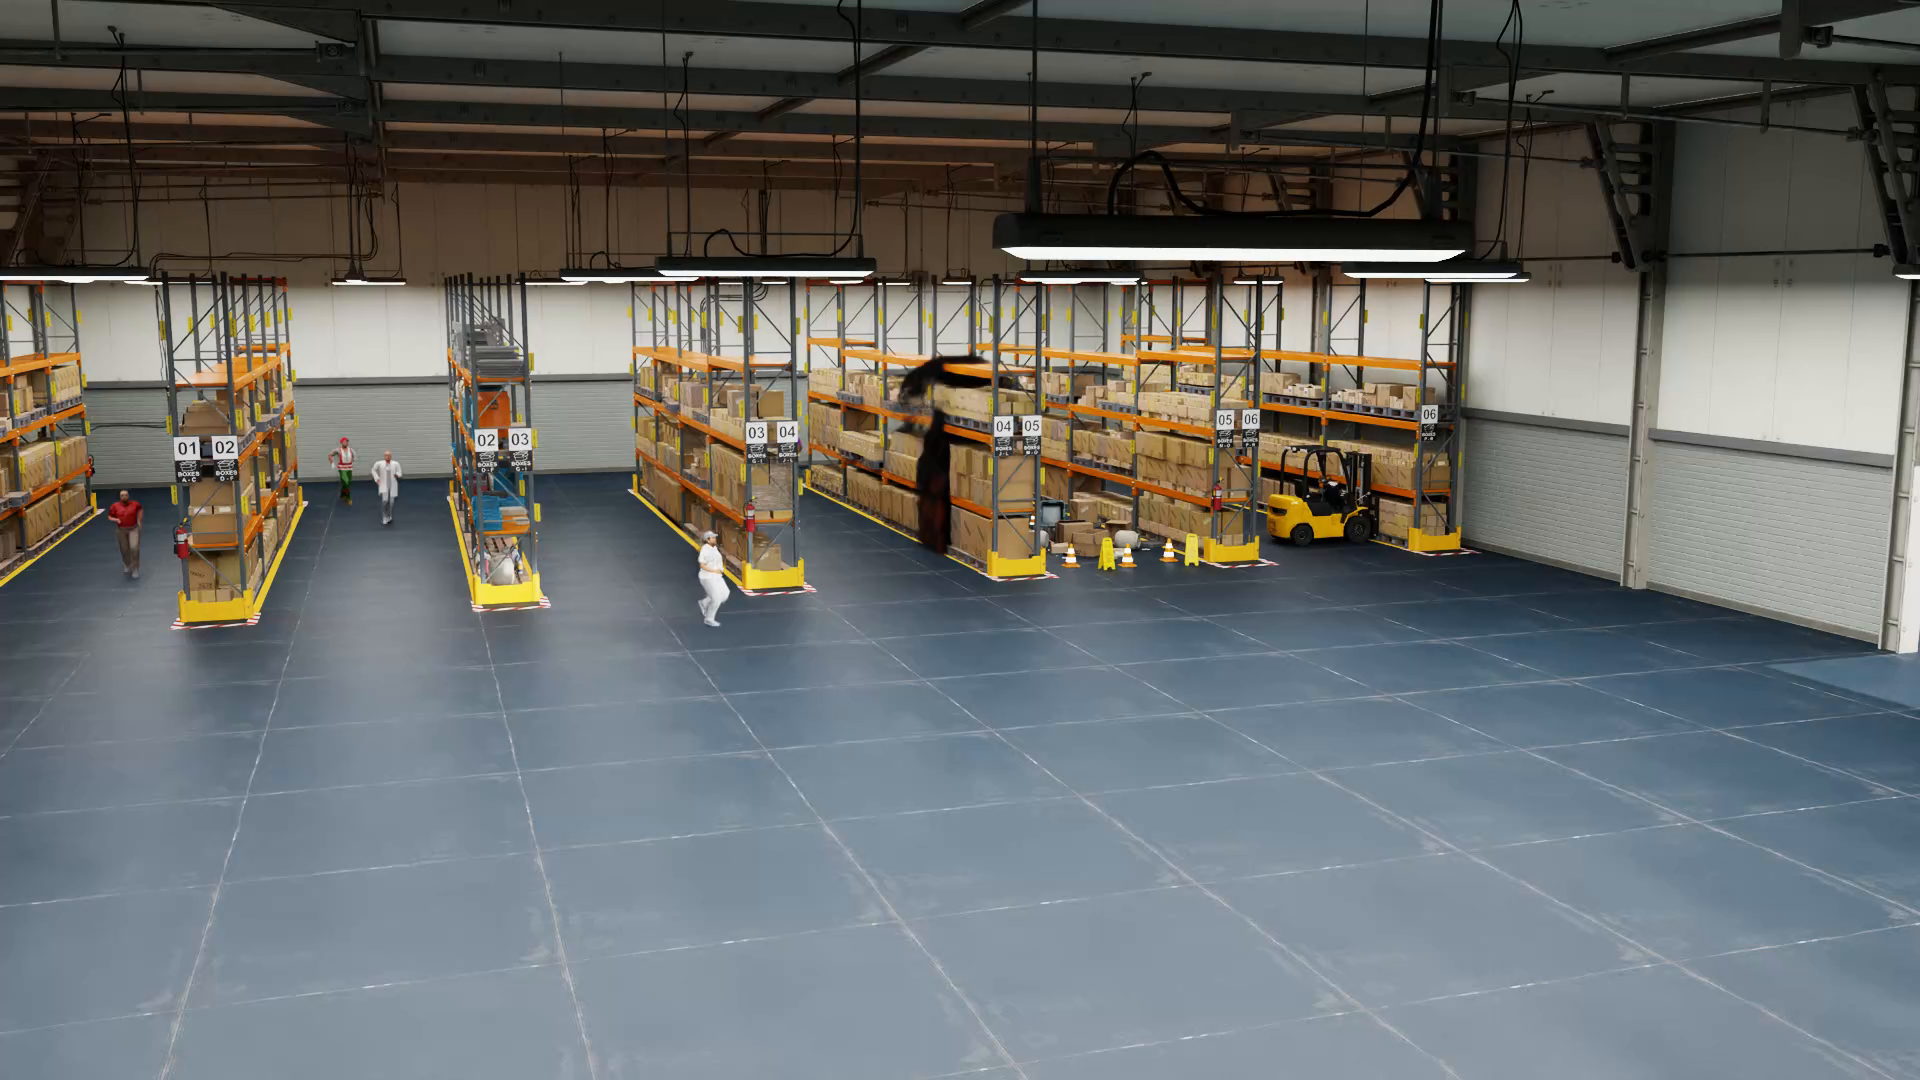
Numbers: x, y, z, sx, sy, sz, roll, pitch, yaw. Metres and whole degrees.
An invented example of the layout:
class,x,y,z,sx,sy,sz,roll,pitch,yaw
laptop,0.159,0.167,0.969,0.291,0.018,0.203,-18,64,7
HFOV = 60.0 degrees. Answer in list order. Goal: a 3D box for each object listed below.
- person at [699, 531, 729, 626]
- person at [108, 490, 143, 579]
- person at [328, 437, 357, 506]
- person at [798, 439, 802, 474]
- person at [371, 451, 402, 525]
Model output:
class,x,y,z,sx,sy,sz,roll,pitch,yaw
person,-4.253,0.654,28.441,0.535,1.632,0.662,2,9,11
person,-16.668,-0.096,33.275,0.608,1.683,0.909,-3,9,-21
person,-16.371,-1.849,44.305,0.933,1.793,0.669,8,12,43
person,-4.978,-2.520,49.309,0.555,1.673,0.776,-6,11,-36
person,-13.999,-1.275,40.721,0.679,1.816,0.800,-5,10,-28
